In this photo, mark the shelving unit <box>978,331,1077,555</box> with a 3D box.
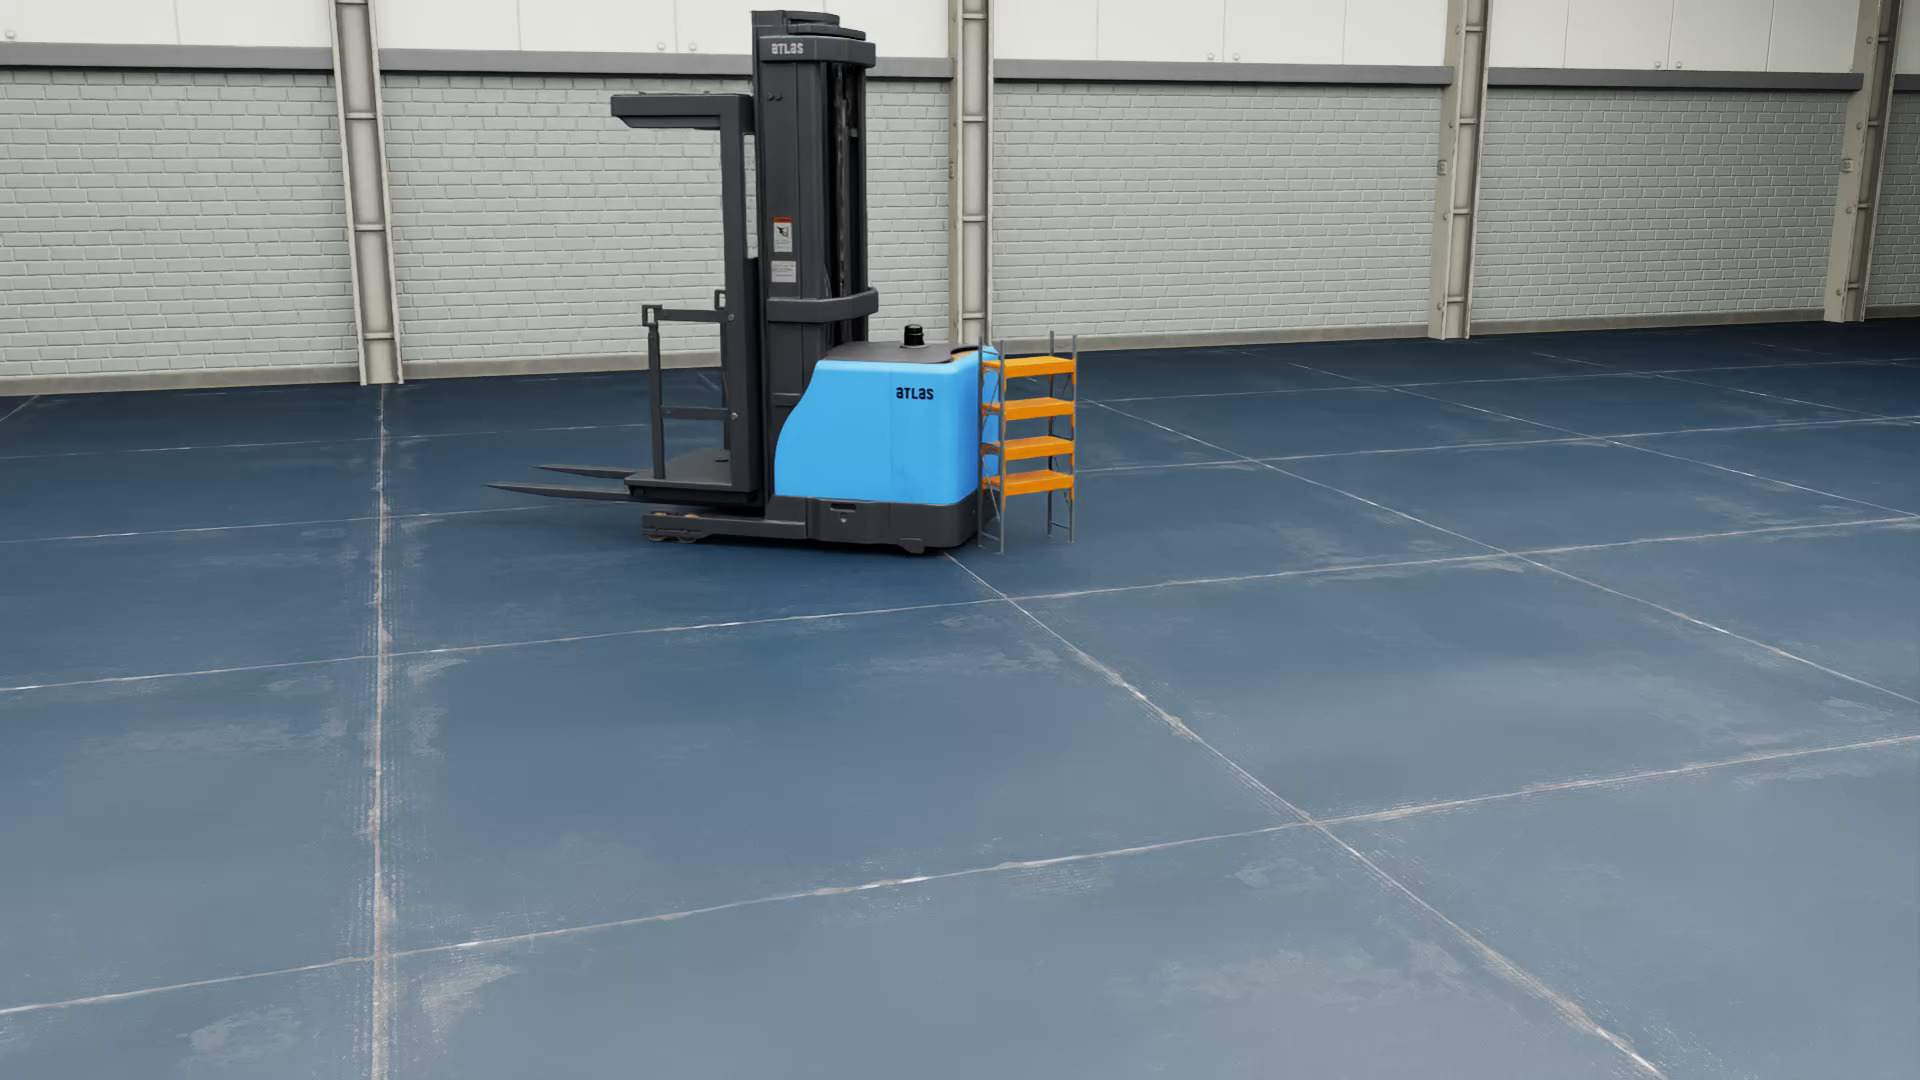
[{"bbox_3d":[0.378,-0.553,9.376,0.503,1.200,0.258,-8,16,-32],"label":"shelving unit"}]

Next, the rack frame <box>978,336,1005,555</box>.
[{"bbox_3d":[0.172,-0.523,9.247,0.015,1.200,0.240,-8,16,-32],"label":"rack frame"}]

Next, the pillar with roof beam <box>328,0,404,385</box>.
[{"bbox_3d":[-4.201,-4.957,11.036,0.400,9.000,9.100,-4,14,-18],"label":"pillar with roof beam"}]

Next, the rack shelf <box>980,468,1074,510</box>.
[{"bbox_3d":[0.378,-0.295,9.437,0.480,0.148,0.258,-8,16,-32],"label":"rack shelf"}]

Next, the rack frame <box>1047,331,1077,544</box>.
[{"bbox_3d":[0.583,-0.584,9.504,0.015,1.200,0.240,-8,16,-32],"label":"rack frame"}]

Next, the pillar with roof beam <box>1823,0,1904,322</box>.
[{"bbox_3d":[12.859,-6.285,16.621,0.400,9.000,9.100,-4,14,-18],"label":"pillar with roof beam"}]

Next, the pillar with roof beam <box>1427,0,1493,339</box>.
[{"bbox_3d":[7.172,-5.843,14.759,0.400,9.000,9.100,-4,14,-18],"label":"pillar with roof beam"}]

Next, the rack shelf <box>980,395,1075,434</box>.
[{"bbox_3d":[0.378,-0.705,9.340,0.480,0.148,0.258,-8,16,-32],"label":"rack shelf"}]

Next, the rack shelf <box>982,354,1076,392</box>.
[{"bbox_3d":[0.378,-0.936,9.285,0.480,0.148,0.258,-8,16,-32],"label":"rack shelf"}]

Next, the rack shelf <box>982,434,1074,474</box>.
[{"bbox_3d":[0.378,-0.488,9.391,0.480,0.148,0.258,-8,16,-32],"label":"rack shelf"}]

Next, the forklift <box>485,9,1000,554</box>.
[{"bbox_3d":[-1.337,-1.520,9.700,3.031,2.935,1.130,4,14,16],"label":"forklift"}]

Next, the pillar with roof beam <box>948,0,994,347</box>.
[{"bbox_3d":[1.485,-5.400,12.898,0.400,9.000,9.100,-4,14,-18],"label":"pillar with roof beam"}]
